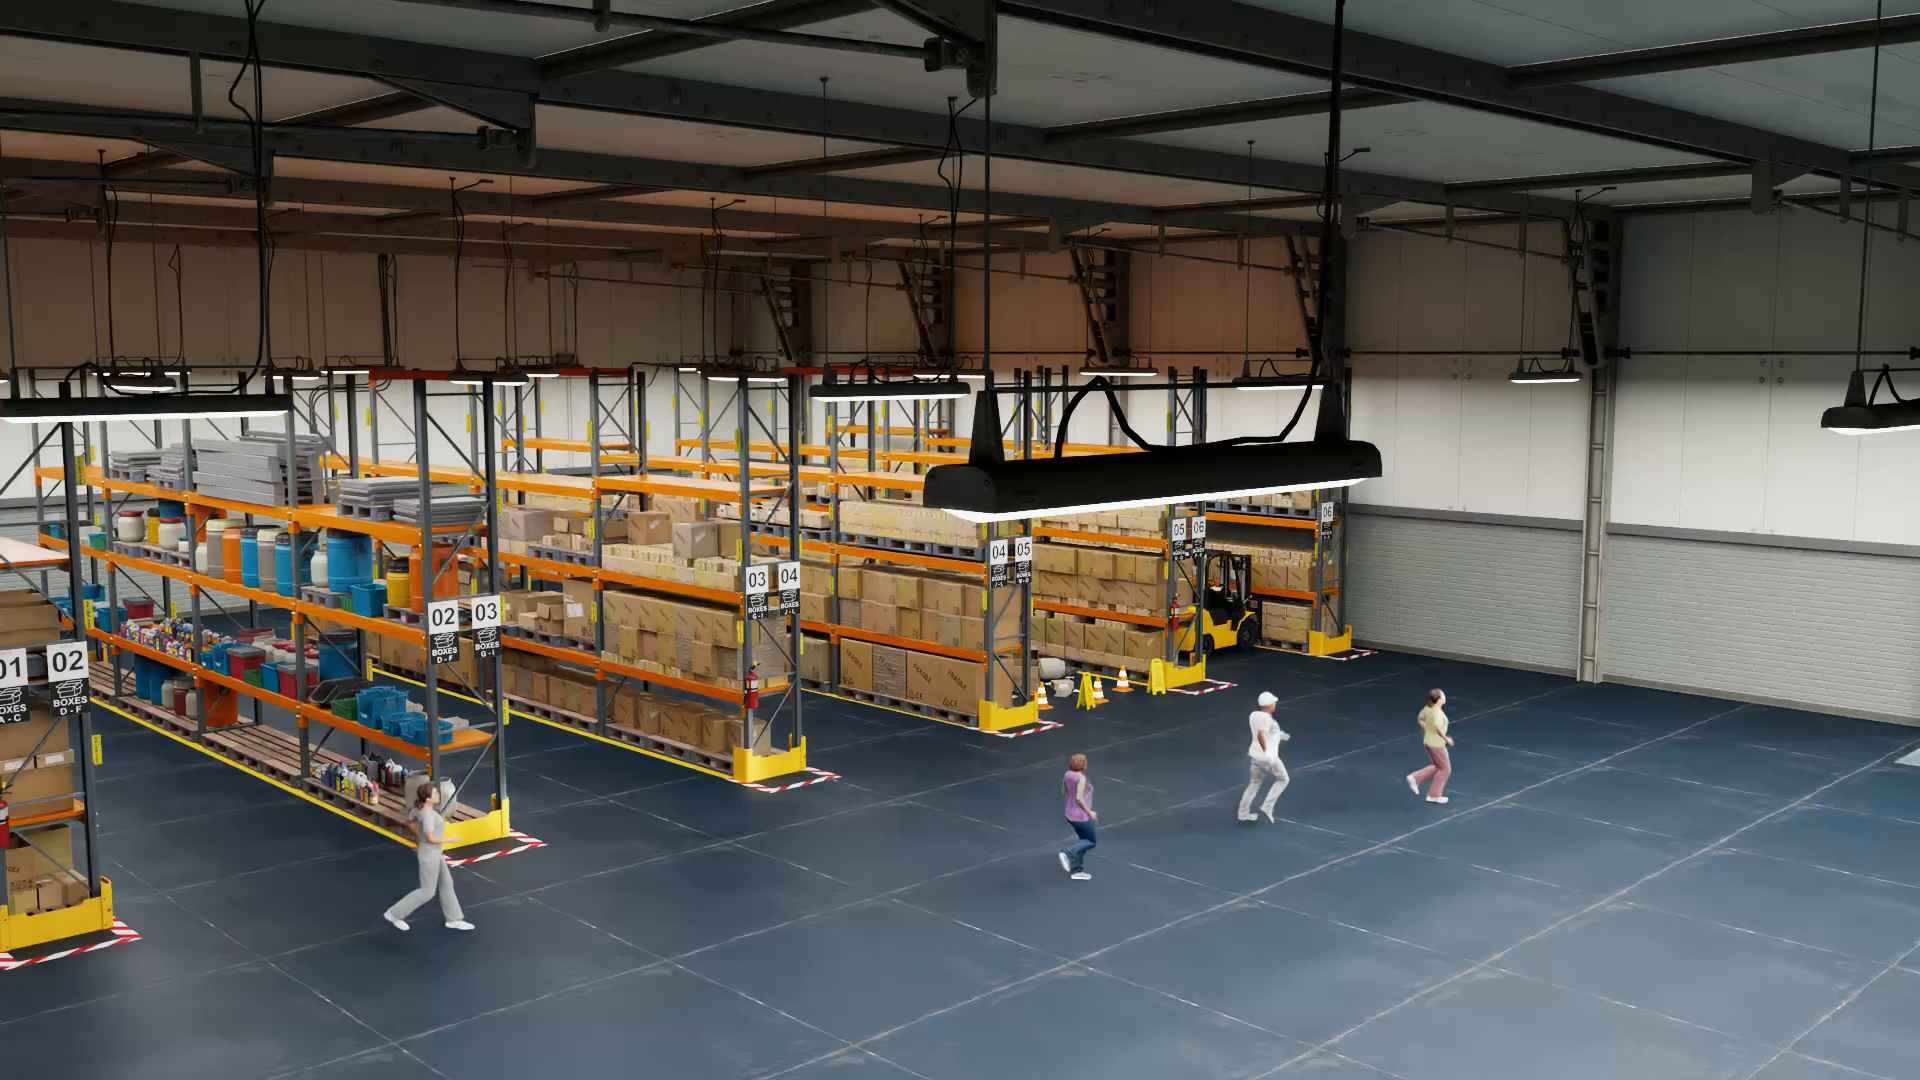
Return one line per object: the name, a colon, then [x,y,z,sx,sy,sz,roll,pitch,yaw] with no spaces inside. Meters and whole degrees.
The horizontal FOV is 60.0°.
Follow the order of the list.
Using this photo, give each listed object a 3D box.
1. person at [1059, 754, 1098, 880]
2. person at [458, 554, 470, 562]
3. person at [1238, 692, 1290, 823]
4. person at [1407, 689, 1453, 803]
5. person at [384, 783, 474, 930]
person: [1.393,3.326,19.932,0.549,1.560,0.537,-3,7,-25]
person: [-11.504,1.179,38.221,0.784,1.755,0.757,-2,7,-20]
person: [4.125,2.931,22.357,0.800,1.790,0.660,-3,7,-22]
person: [6.612,2.889,23.410,0.571,1.627,0.609,-1,7,-11]
person: [-5.779,3.469,18.043,0.934,1.687,0.584,-3,7,-22]
